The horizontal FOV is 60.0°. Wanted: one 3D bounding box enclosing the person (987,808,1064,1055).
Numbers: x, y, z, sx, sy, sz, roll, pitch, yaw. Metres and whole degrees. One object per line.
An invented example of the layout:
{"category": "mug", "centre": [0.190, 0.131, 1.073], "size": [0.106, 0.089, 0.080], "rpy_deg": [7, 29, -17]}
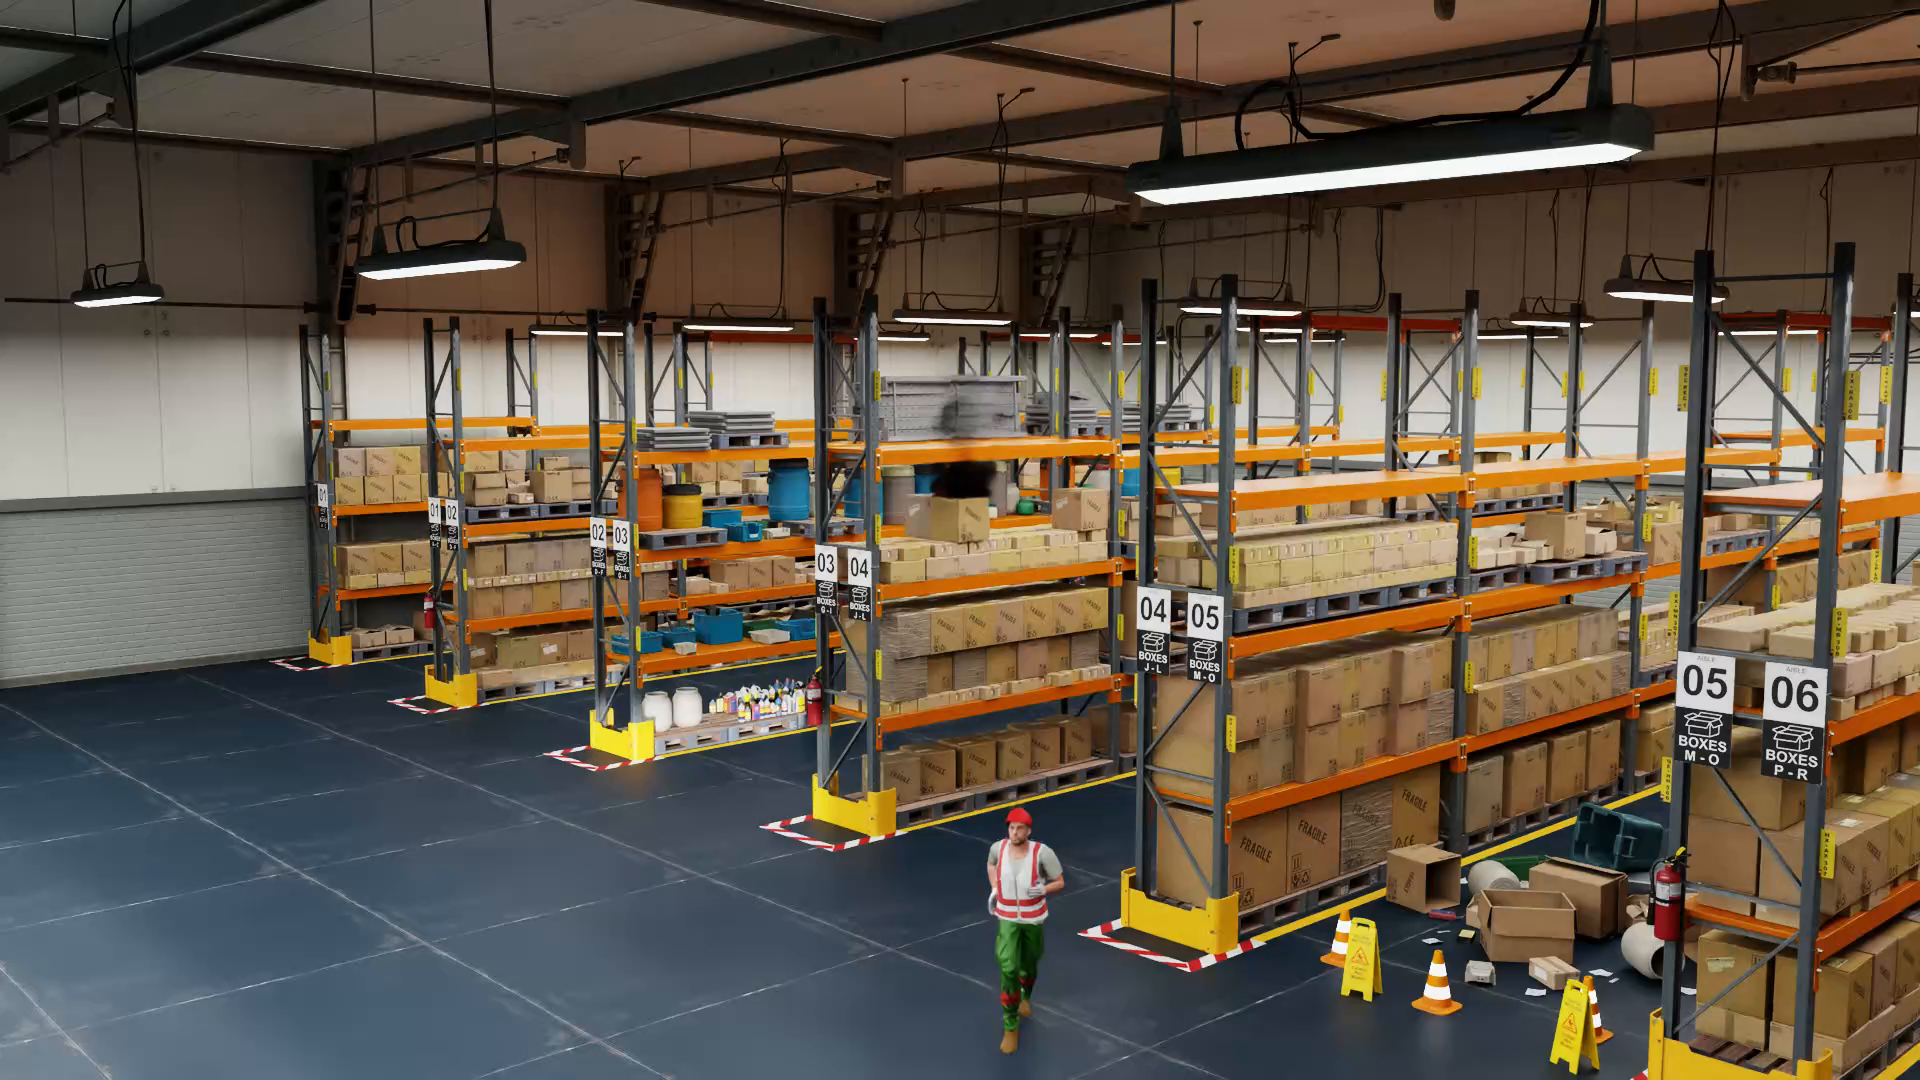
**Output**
{"category": "person", "centre": [0.502, 2.974, 12.943], "size": [0.623, 1.839, 0.845], "rpy_deg": [1, 6, 7]}
